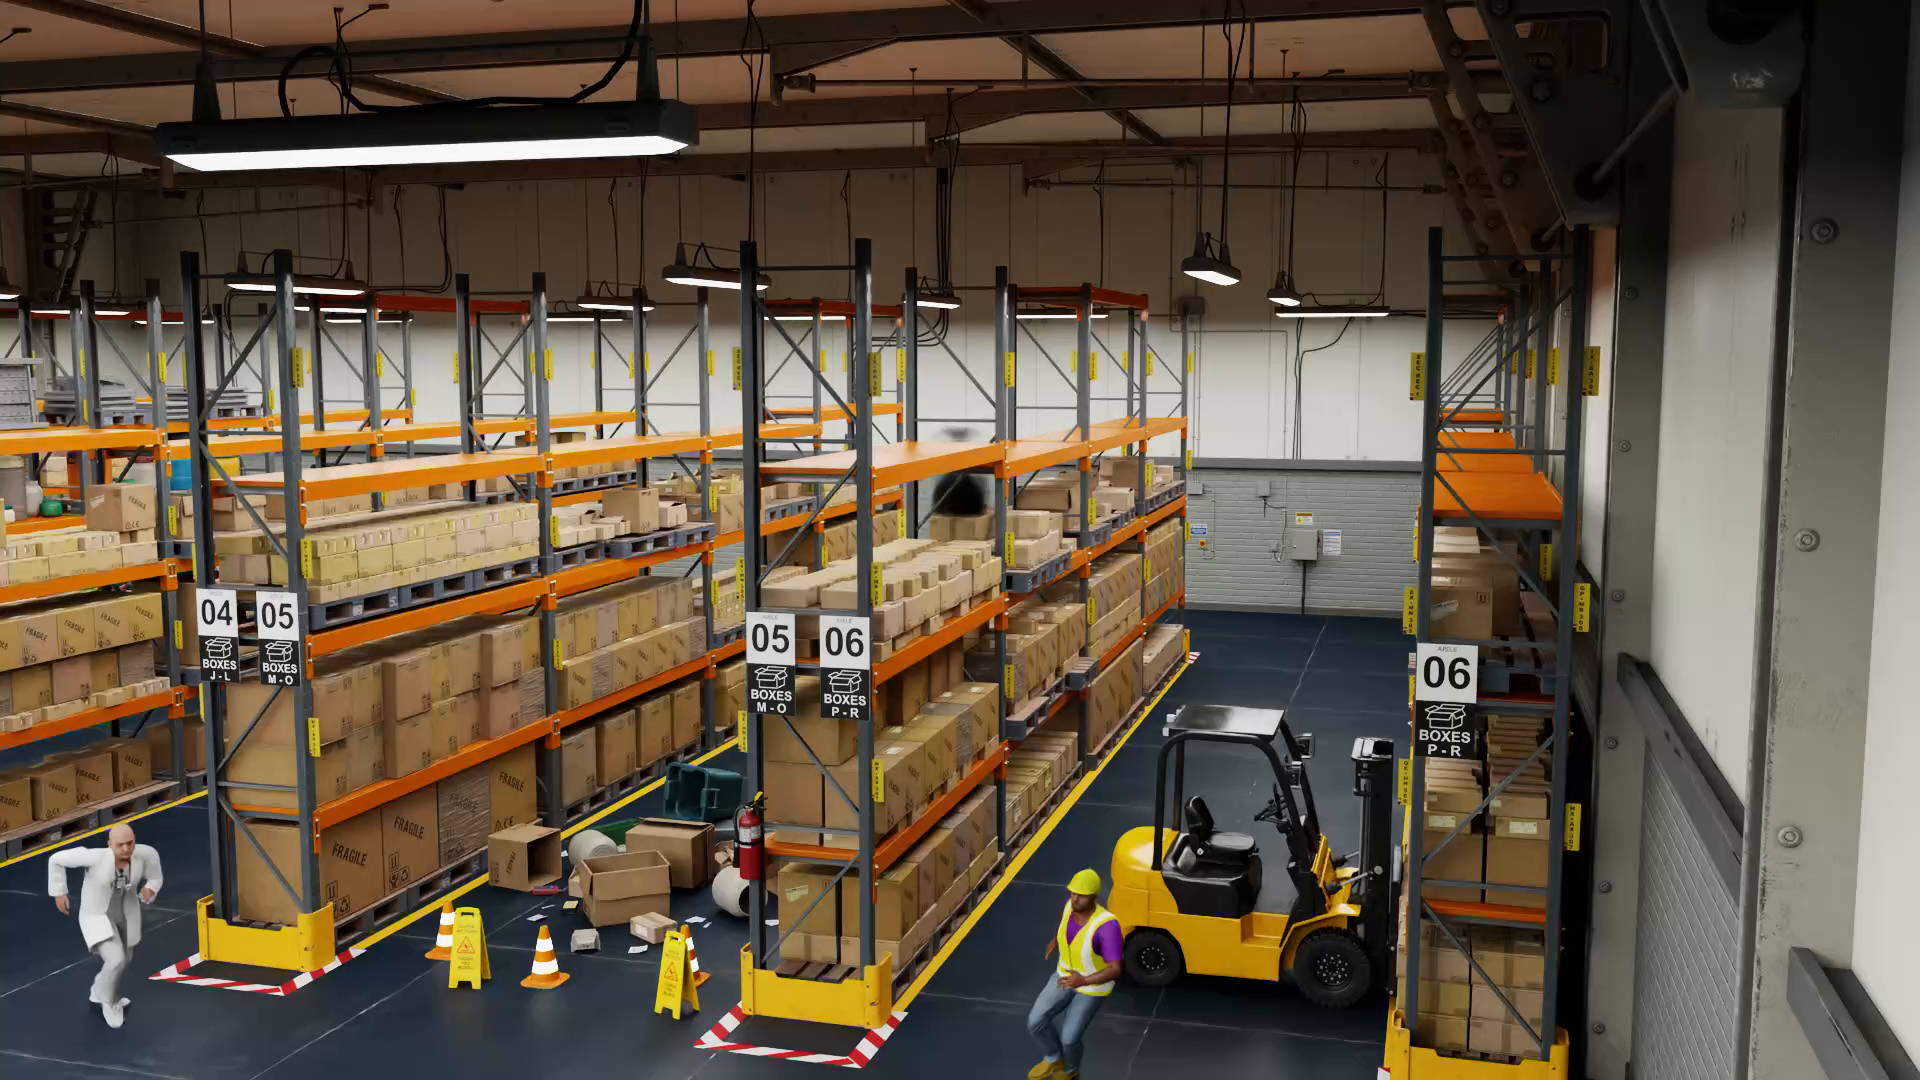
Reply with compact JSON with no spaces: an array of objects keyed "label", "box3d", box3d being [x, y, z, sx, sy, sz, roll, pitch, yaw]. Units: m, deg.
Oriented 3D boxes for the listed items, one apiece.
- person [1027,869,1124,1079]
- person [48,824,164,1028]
[{"label":"person","box3d":[0.777,3.066,11.500,0.873,1.668,0.717,5,8,37]},{"label":"person","box3d":[-6.429,2.953,12.641,0.751,1.660,0.734,-6,9,-44]}]
